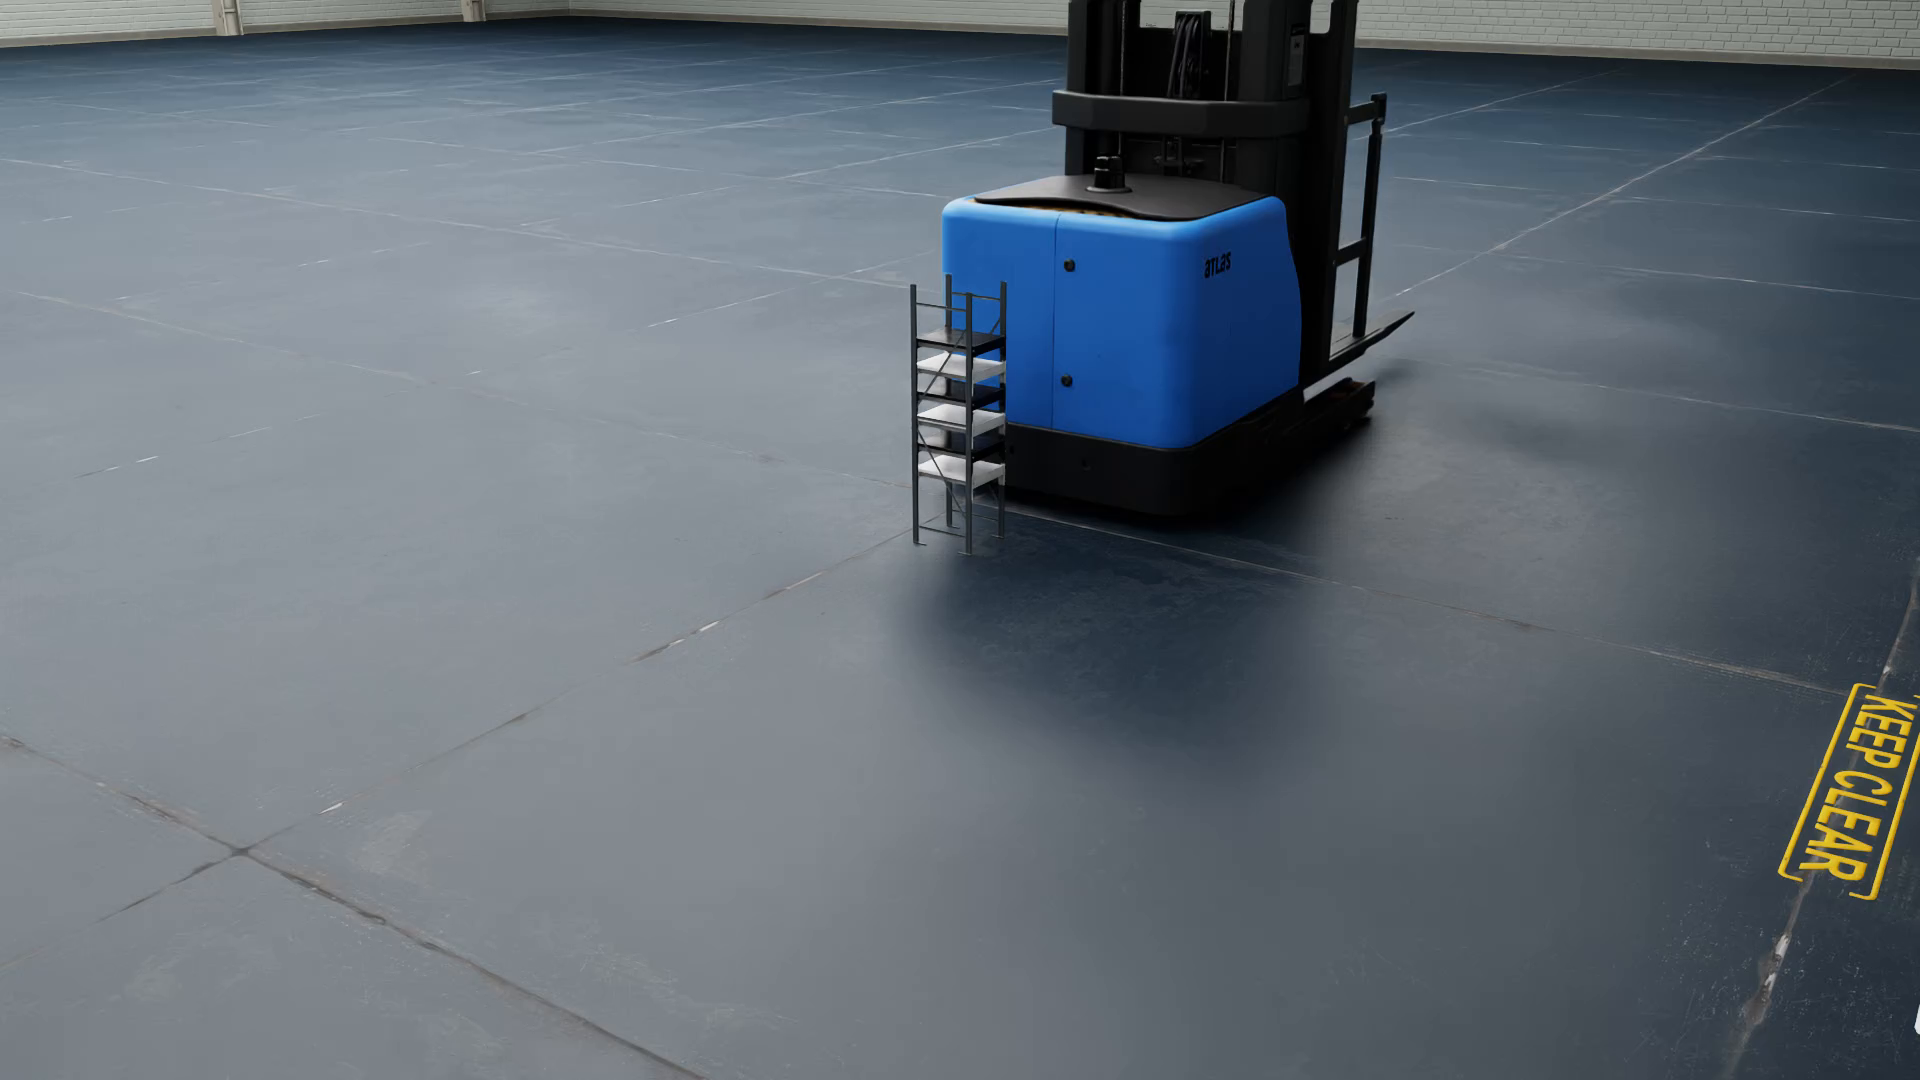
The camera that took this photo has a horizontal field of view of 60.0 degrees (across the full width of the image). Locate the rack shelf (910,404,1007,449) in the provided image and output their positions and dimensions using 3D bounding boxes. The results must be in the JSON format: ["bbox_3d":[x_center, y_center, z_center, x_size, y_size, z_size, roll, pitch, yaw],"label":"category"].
[{"bbox_3d":[-0.005,-0.388,5.614,0.258,0.077,0.200,13,24,32],"label":"rack shelf"}]

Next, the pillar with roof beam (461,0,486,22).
[{"bbox_3d":[-7.194,-14.875,33.009,9.100,9.000,0.400,13,24,32],"label":"pillar with roof beam"}]

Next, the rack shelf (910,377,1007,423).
[{"bbox_3d":[-0.005,-0.473,5.583,0.258,0.077,0.200,13,24,32],"label":"rack shelf"}]

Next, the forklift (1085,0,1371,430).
[{"bbox_3d":[1.140,-1.916,6.720,1.121,2.935,3.031,12,24,30],"label":"forklift"}]

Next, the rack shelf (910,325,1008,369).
[{"bbox_3d":[-0.005,-0.642,5.520,0.258,0.077,0.200,13,24,32],"label":"rack shelf"}]

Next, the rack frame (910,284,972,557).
[{"bbox_3d":[-0.062,-0.391,5.524,0.240,0.900,0.006,13,24,32],"label":"rack frame"}]

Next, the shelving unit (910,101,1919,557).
[{"bbox_3d":[7.439,-2.494,11.210,6.000,0.900,18.469,13,24,32],"label":"shelving unit"}]

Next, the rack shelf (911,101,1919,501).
[{"bbox_3d":[7.441,-2.202,11.321,6.000,0.275,18.464,13,24,32],"label":"rack shelf"}]

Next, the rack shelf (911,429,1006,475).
[{"bbox_3d":[-0.005,-0.304,5.645,0.258,0.077,0.200,13,24,32],"label":"rack shelf"}]

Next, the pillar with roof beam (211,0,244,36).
[{"bbox_3d":[-10.567,-13.154,28.355,9.100,9.000,0.400,13,24,32],"label":"pillar with roof beam"}]
